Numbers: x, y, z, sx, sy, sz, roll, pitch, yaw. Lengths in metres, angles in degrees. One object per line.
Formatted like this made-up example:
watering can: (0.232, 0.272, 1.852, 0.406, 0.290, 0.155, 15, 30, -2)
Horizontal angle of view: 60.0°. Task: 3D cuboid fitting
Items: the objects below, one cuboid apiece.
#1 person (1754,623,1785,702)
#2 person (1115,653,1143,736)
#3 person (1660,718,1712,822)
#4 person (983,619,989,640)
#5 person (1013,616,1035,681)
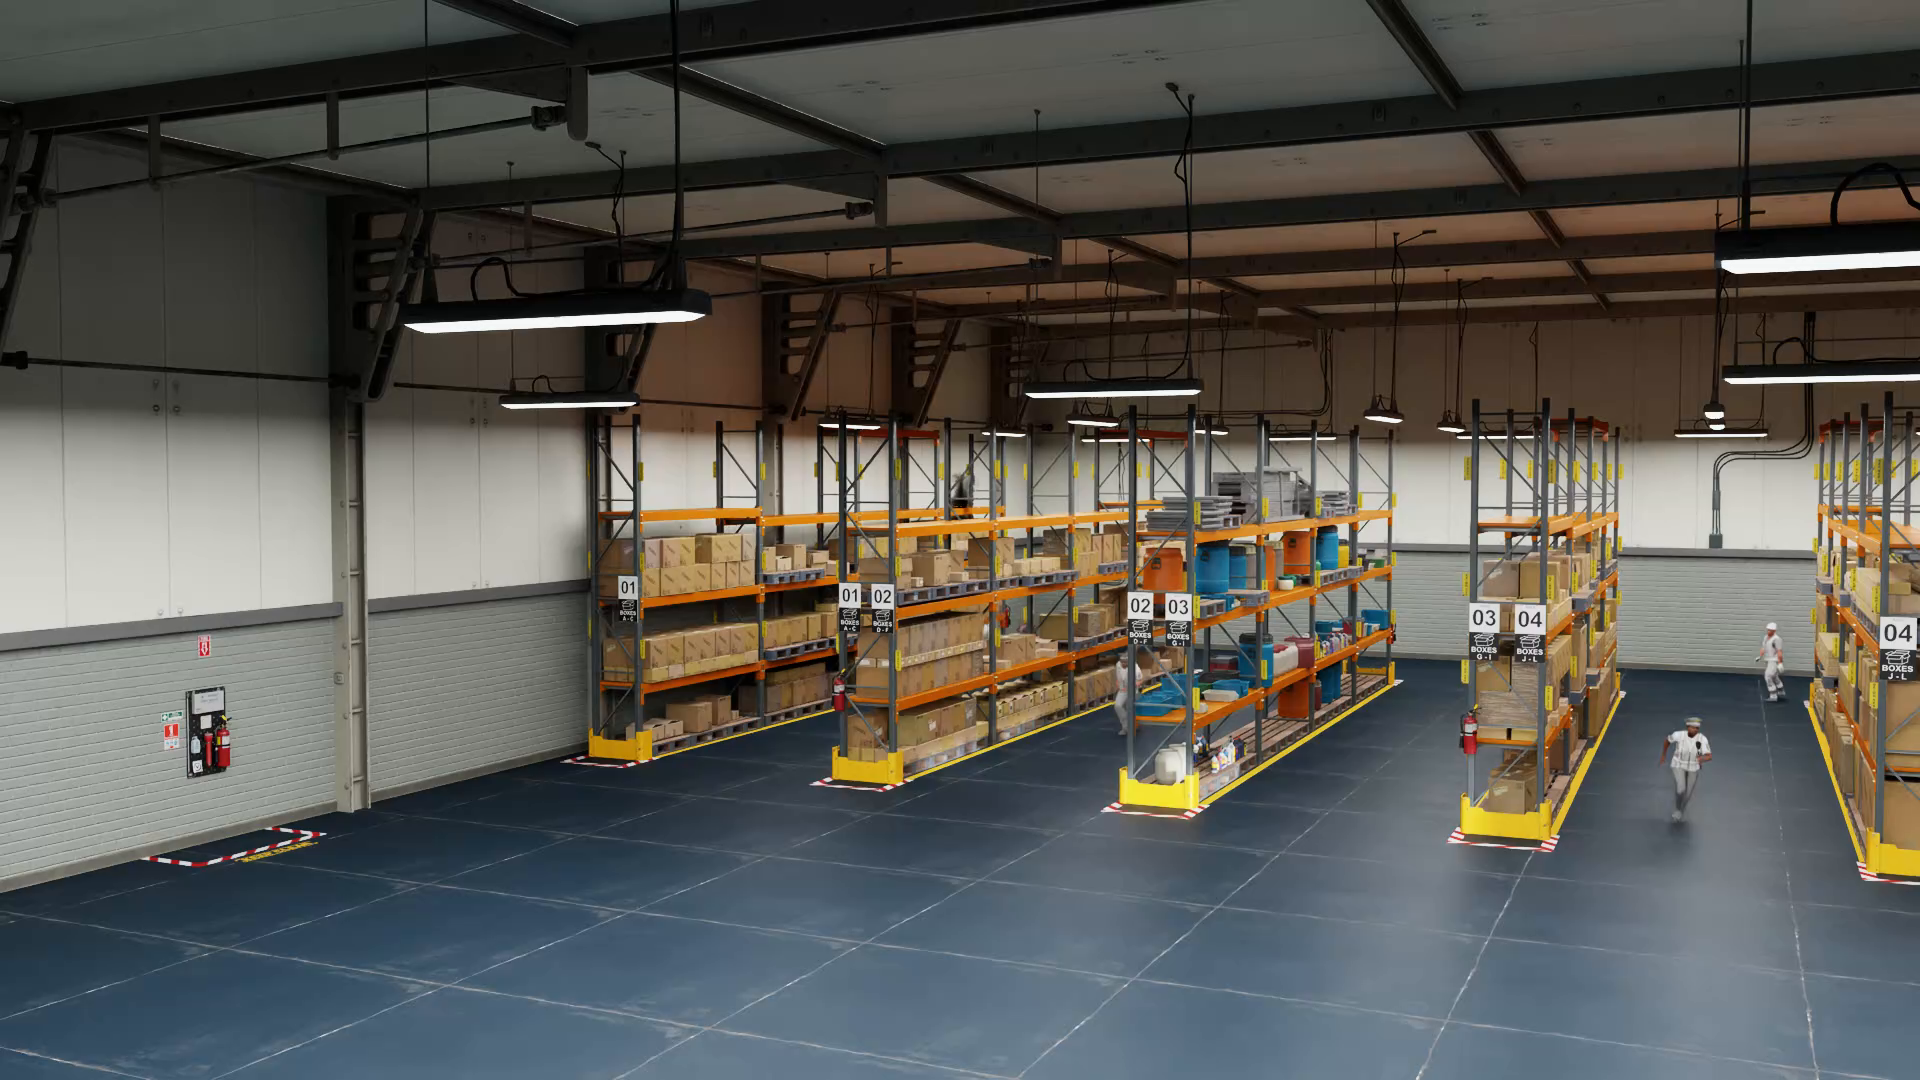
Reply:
person: (17.774, 2.648, 36.325, 0.747, 1.713, 0.831, 0, 2, 2)
person: (3.258, 2.897, 31.688, 0.687, 1.586, 1.091, 1, 3, 30)
person: (10.290, 3.242, 23.558, 0.584, 1.539, 0.960, 0, 2, 7)
person: (0.625, 2.573, 39.004, 0.725, 1.616, 1.147, 1, 3, 31)
person: (1.477, 2.560, 38.318, 0.604, 1.760, 0.822, -2, 3, -42)
